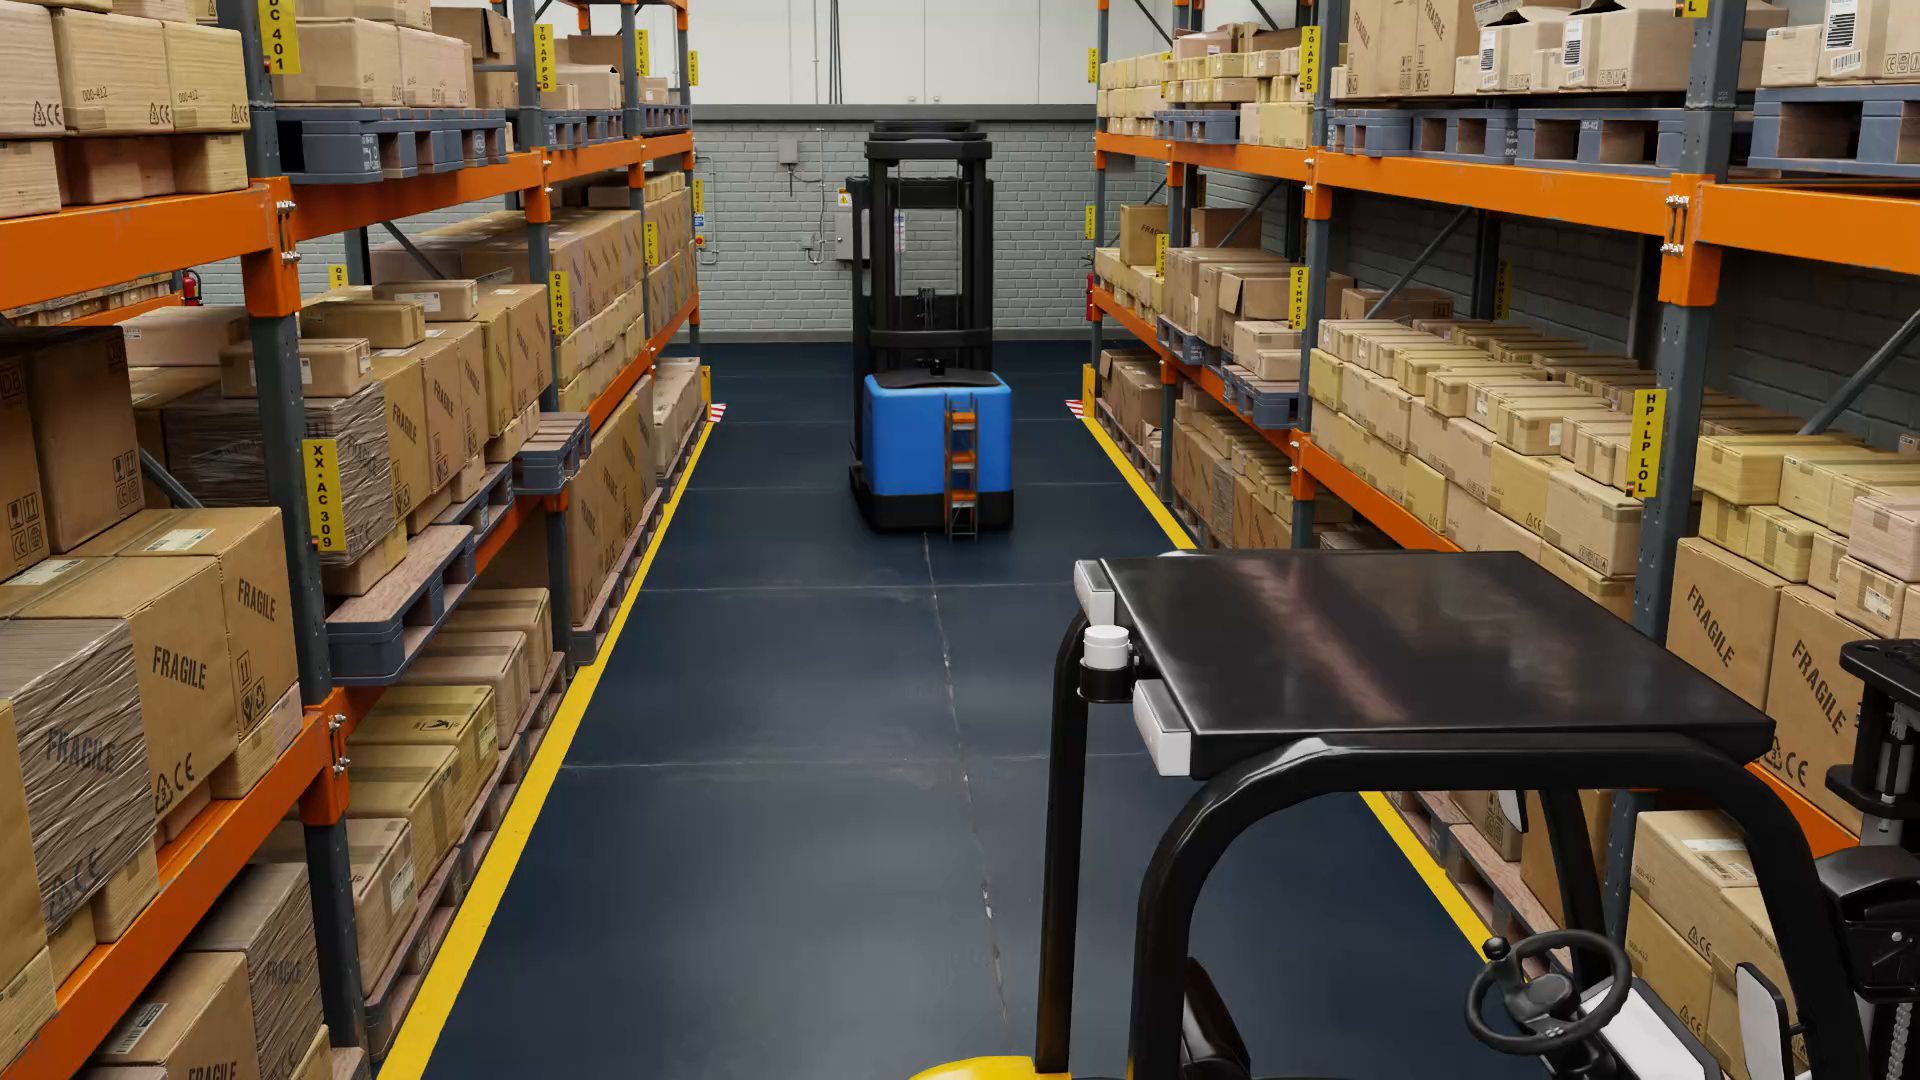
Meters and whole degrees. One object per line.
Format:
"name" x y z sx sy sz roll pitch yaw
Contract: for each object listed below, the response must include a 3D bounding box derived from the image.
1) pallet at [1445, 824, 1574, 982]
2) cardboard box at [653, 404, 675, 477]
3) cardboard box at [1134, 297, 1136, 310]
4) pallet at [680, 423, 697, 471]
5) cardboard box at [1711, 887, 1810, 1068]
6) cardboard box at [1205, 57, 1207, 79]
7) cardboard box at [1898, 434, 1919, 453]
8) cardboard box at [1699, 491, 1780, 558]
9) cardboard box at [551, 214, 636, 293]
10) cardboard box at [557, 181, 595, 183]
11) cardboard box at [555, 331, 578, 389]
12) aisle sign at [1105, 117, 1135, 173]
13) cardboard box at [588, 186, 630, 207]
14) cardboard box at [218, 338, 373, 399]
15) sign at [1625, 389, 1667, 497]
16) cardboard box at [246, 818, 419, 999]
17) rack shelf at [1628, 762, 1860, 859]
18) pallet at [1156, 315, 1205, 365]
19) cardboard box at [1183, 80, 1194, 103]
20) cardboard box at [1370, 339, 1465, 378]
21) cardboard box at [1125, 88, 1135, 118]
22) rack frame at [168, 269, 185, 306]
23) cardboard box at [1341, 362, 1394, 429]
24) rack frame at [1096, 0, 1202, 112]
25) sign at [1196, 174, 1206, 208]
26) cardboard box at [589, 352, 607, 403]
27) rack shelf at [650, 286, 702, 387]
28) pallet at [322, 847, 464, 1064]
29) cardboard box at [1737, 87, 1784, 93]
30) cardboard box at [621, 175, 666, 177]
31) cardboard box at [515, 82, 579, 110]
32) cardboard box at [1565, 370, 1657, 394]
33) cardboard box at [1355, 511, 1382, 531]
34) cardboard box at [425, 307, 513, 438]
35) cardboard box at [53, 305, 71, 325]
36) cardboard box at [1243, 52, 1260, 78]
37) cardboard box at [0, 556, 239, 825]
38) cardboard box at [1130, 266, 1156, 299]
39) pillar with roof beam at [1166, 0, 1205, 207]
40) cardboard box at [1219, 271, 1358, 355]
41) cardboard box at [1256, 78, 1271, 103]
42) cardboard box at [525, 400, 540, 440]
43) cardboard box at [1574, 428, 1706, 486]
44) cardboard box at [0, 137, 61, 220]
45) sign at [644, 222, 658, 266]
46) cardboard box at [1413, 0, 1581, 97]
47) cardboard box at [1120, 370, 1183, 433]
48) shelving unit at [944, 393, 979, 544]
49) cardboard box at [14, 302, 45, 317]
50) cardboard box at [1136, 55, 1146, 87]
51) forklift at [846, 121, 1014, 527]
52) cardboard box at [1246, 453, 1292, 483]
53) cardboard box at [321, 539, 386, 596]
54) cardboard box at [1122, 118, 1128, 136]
"pallet" 2.503 1.393 6.190 1.003 0.211 1.213 -1 14 -3
"cardboard box" -2.794 -0.808 13.444 0.875 0.438 0.875 -1 14 -4
"cardboard box" 1.742 -2.103 14.682 0.380 0.149 0.250 -1 14 -4
"pallet" -2.910 -0.831 14.833 1.003 0.211 1.213 -1 14 -3
"cardboard box" 2.326 1.121 4.317 0.500 0.250 0.500 -1 14 -3
"cardboard box" 1.850 -3.155 11.114 0.380 0.149 0.250 -1 14 -3
"cardboard box" 2.909 -0.207 4.712 0.380 0.149 0.250 -1 14 -3
"cardboard box" 2.345 -0.054 4.716 0.380 0.149 0.250 -1 14 -4
"cardboard box" -2.544 -1.984 11.511 0.500 0.500 0.500 -1 14 -2
"cardboard box" -3.197 -2.859 13.611 0.380 0.149 0.250 -1 14 -4
"cardboard box" -2.399 -0.992 9.159 0.500 0.250 0.500 -1 14 -4
"aisle sign" 1.547 -4.031 16.456 0.394 0.787 0.004 -1 14 -3
"cardboard box" -2.622 -2.617 12.667 0.380 0.149 0.250 -1 14 -4
"cardboard box" -2.042 -0.530 5.124 0.380 0.149 0.250 -1 14 -4
"sign" 2.047 -0.287 4.956 0.100 0.325 0.005 -1 14 -3
"cardboard box" -2.401 1.241 5.613 0.950 0.372 0.625 -1 14 -3
"rack shelf" 2.712 1.071 3.289 1.077 0.370 4.000 -1 14 -3
"pallet" 2.033 -1.471 12.110 1.003 0.211 1.213 -1 14 -3
"cardboard box" 1.739 -3.077 11.405 0.380 0.149 0.250 -1 14 -3
"cardboard box" 2.154 -0.854 7.823 0.380 0.149 0.250 -1 14 -3
"cardboard box" 1.725 -3.787 14.410 0.500 0.250 0.500 -1 14 -4
"rack frame" -8.044 -2.580 16.036 1.000 3.000 0.127 -1 14 -3
"cardboard box" 2.153 -0.701 8.028 0.500 0.250 0.500 0 14 -2
"rack frame" 1.844 -5.665 15.984 1.000 3.000 0.127 -1 14 -3
"sign" 2.399 -3.477 16.562 0.100 0.325 0.005 -1 14 -3
"cardboard box" -2.469 -1.003 10.207 0.500 0.250 0.500 0 14 -2
"rack shelf" -2.986 -1.836 14.587 1.077 0.370 4.000 -1 14 -3
"pallet" -2.416 1.459 5.931 1.003 0.211 1.213 -1 14 -3
"cardboard box" 2.731 -1.572 5.558 0.380 0.149 0.250 -1 14 -3
"cardboard box" -2.828 -3.188 14.886 0.380 0.149 0.250 -1 14 -4
"cardboard box" -2.595 -2.762 10.348 0.380 0.166 0.250 0 14 1
"cardboard box" 2.732 -0.608 6.869 0.380 0.149 0.250 -1 14 -3
"cardboard box" 2.594 0.128 9.682 0.500 0.500 0.500 0 14 -1
"cardboard box" -2.233 -0.726 7.186 0.500 0.500 0.500 -2 15 -7
"cardboard box" -7.617 -1.866 13.764 0.380 0.149 0.250 0 14 -1
"cardboard box" 1.943 -2.891 10.126 0.380 0.149 0.250 -1 14 -3
"cardboard box" -2.052 0.345 3.870 0.500 0.500 0.500 0 14 -2
"cardboard box" 1.754 -2.208 14.291 0.500 0.250 0.500 -1 14 -4
"pillar with roof beam" -1.720 -6.283 18.386 9.100 9.000 0.400 -1 14 -3
"cardboard box" 2.054 -1.426 10.501 0.797 0.503 0.637 -1 14 -5
"cardboard box" 2.024 -2.748 10.168 0.380 0.149 0.250 0 14 -2
"cardboard box" -2.210 -0.569 7.878 0.380 0.149 0.250 -1 14 -4
"cardboard box" 2.311 -0.283 5.605 0.380 0.149 0.250 -1 14 -4
"cardboard box" -1.993 -0.699 3.207 0.380 0.149 0.250 0 14 -2
"sign" -2.321 -2.220 12.472 0.100 0.325 0.005 -1 14 -3
"cardboard box" 2.205 -2.086 6.849 0.500 0.500 0.500 -1 14 -2
"cardboard box" 1.735 -1.253 15.049 0.500 0.500 0.500 -1 14 -2
"shelving unit" 0.008 -0.514 11.919 0.215 1.050 0.252 -2 15 -8
"cardboard box" -7.613 -2.028 13.092 0.500 0.500 0.500 -1 14 -3
"cardboard box" 1.757 -3.905 13.865 0.500 0.250 0.500 -1 14 -2
"forklift" -0.320 -1.829 13.252 1.130 2.935 3.031 -2 15 -8
"cardboard box" 2.049 -0.458 10.658 0.380 0.149 0.250 -1 14 -4
"cardboard box" -2.085 0.078 5.363 0.380 0.149 0.250 -1 14 -3
"cardboard box" 1.630 -3.625 14.580 0.380 0.149 0.250 -1 14 -3
